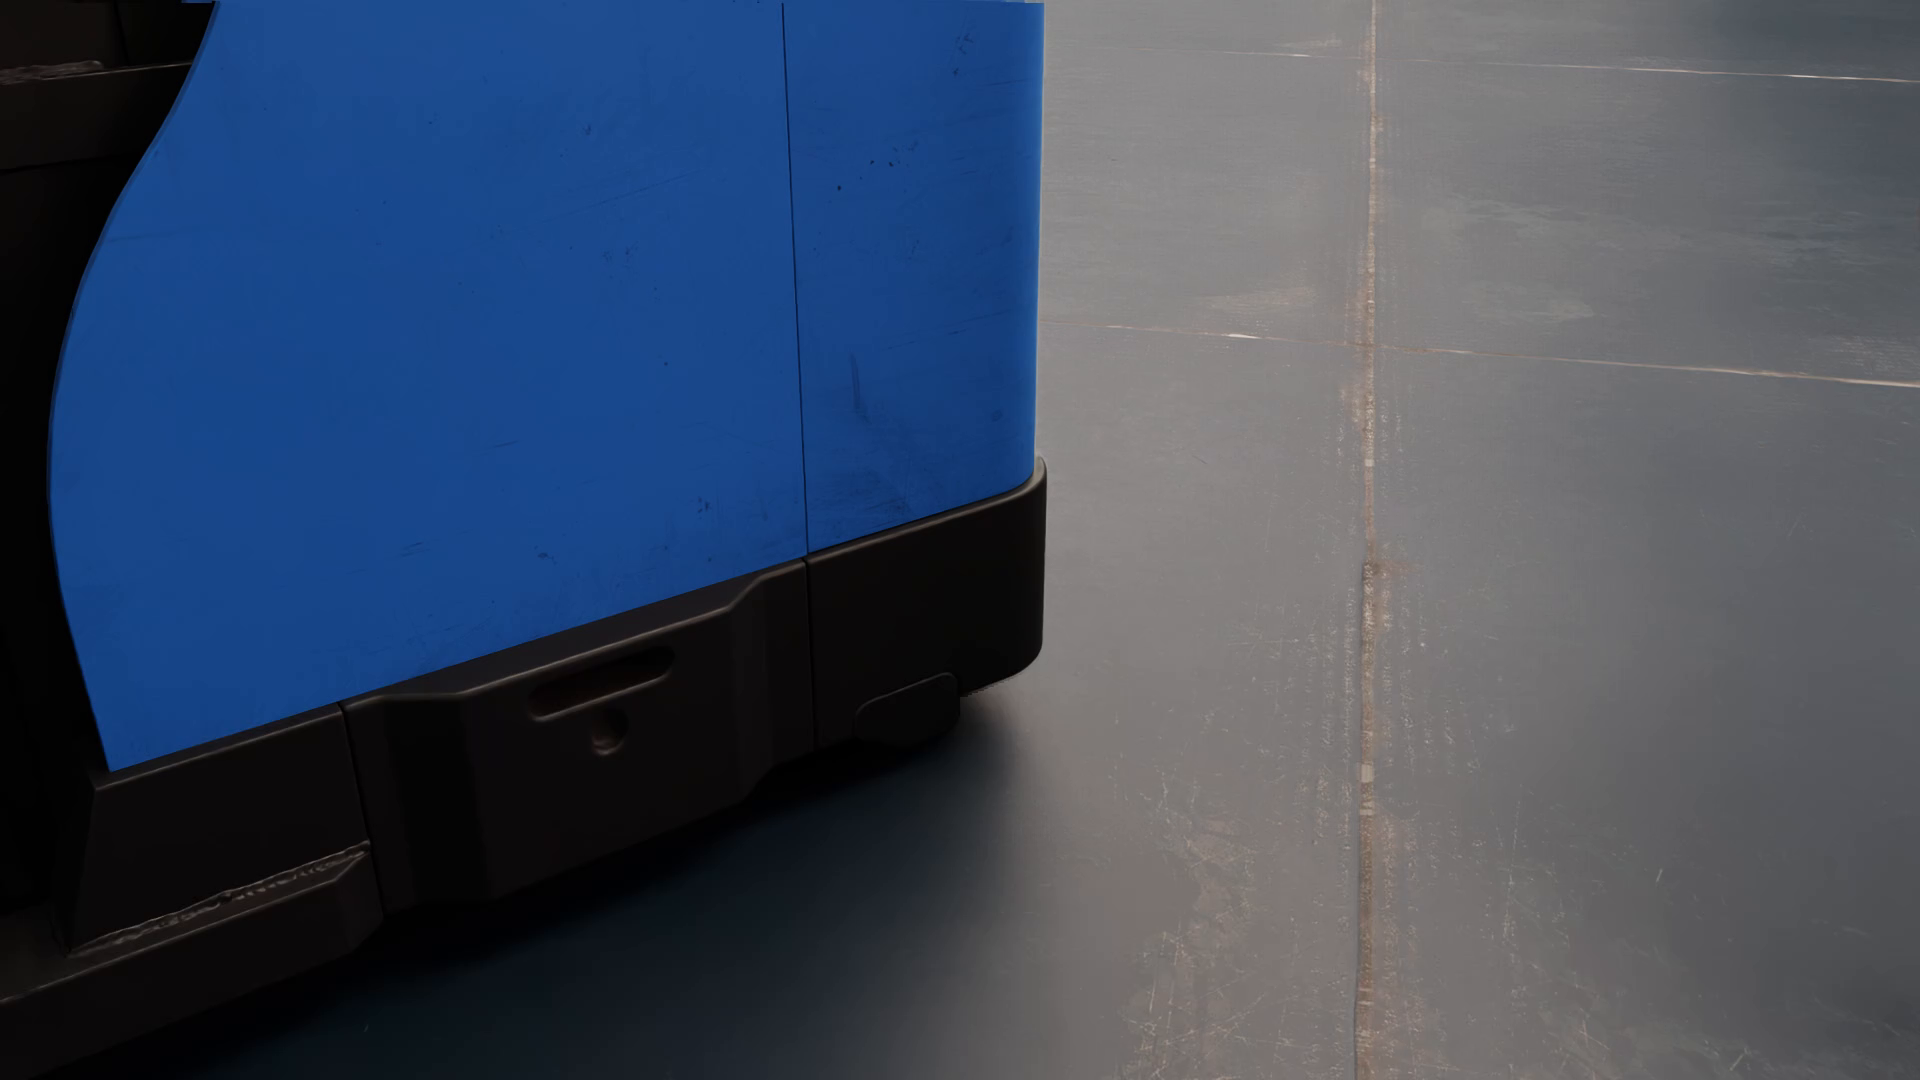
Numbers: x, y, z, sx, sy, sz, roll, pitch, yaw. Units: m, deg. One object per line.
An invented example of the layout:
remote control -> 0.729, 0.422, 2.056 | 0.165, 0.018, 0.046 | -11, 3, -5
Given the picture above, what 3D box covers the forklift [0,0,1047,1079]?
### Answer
forklift -> -1.390, -0.899, 1.028 | 3.031, 2.935, 1.130 | -18, 32, -31
